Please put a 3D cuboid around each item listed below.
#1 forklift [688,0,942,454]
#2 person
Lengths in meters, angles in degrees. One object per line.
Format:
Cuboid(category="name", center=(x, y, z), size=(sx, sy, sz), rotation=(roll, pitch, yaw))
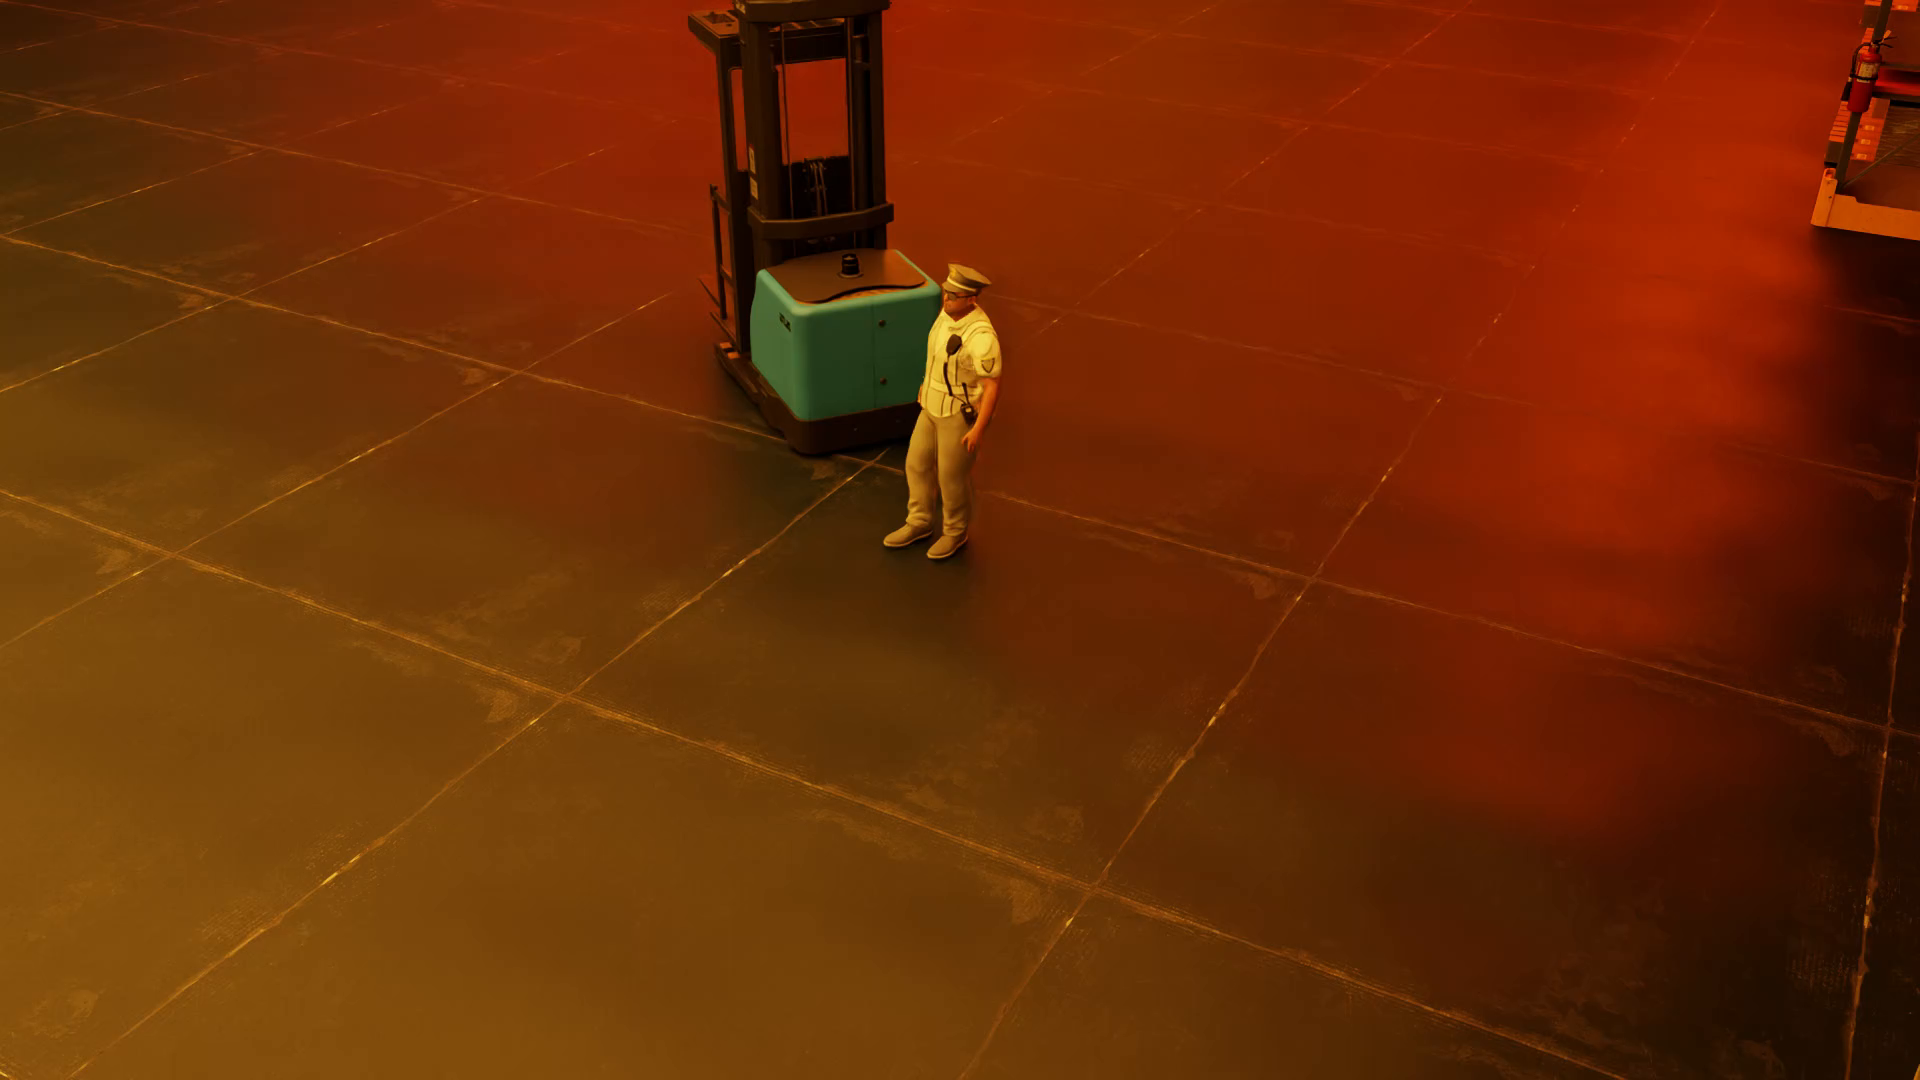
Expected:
Cuboid(category="forklift", center=(-1.156, -2.546, 11.482), size=(1.130, 2.935, 3.031), rotation=(-12, 32, -20))
Cuboid(category="person", center=(-0.127, -0.736, 9.515), size=(0.608, 1.763, 0.659), rotation=(-14, 33, -22))
